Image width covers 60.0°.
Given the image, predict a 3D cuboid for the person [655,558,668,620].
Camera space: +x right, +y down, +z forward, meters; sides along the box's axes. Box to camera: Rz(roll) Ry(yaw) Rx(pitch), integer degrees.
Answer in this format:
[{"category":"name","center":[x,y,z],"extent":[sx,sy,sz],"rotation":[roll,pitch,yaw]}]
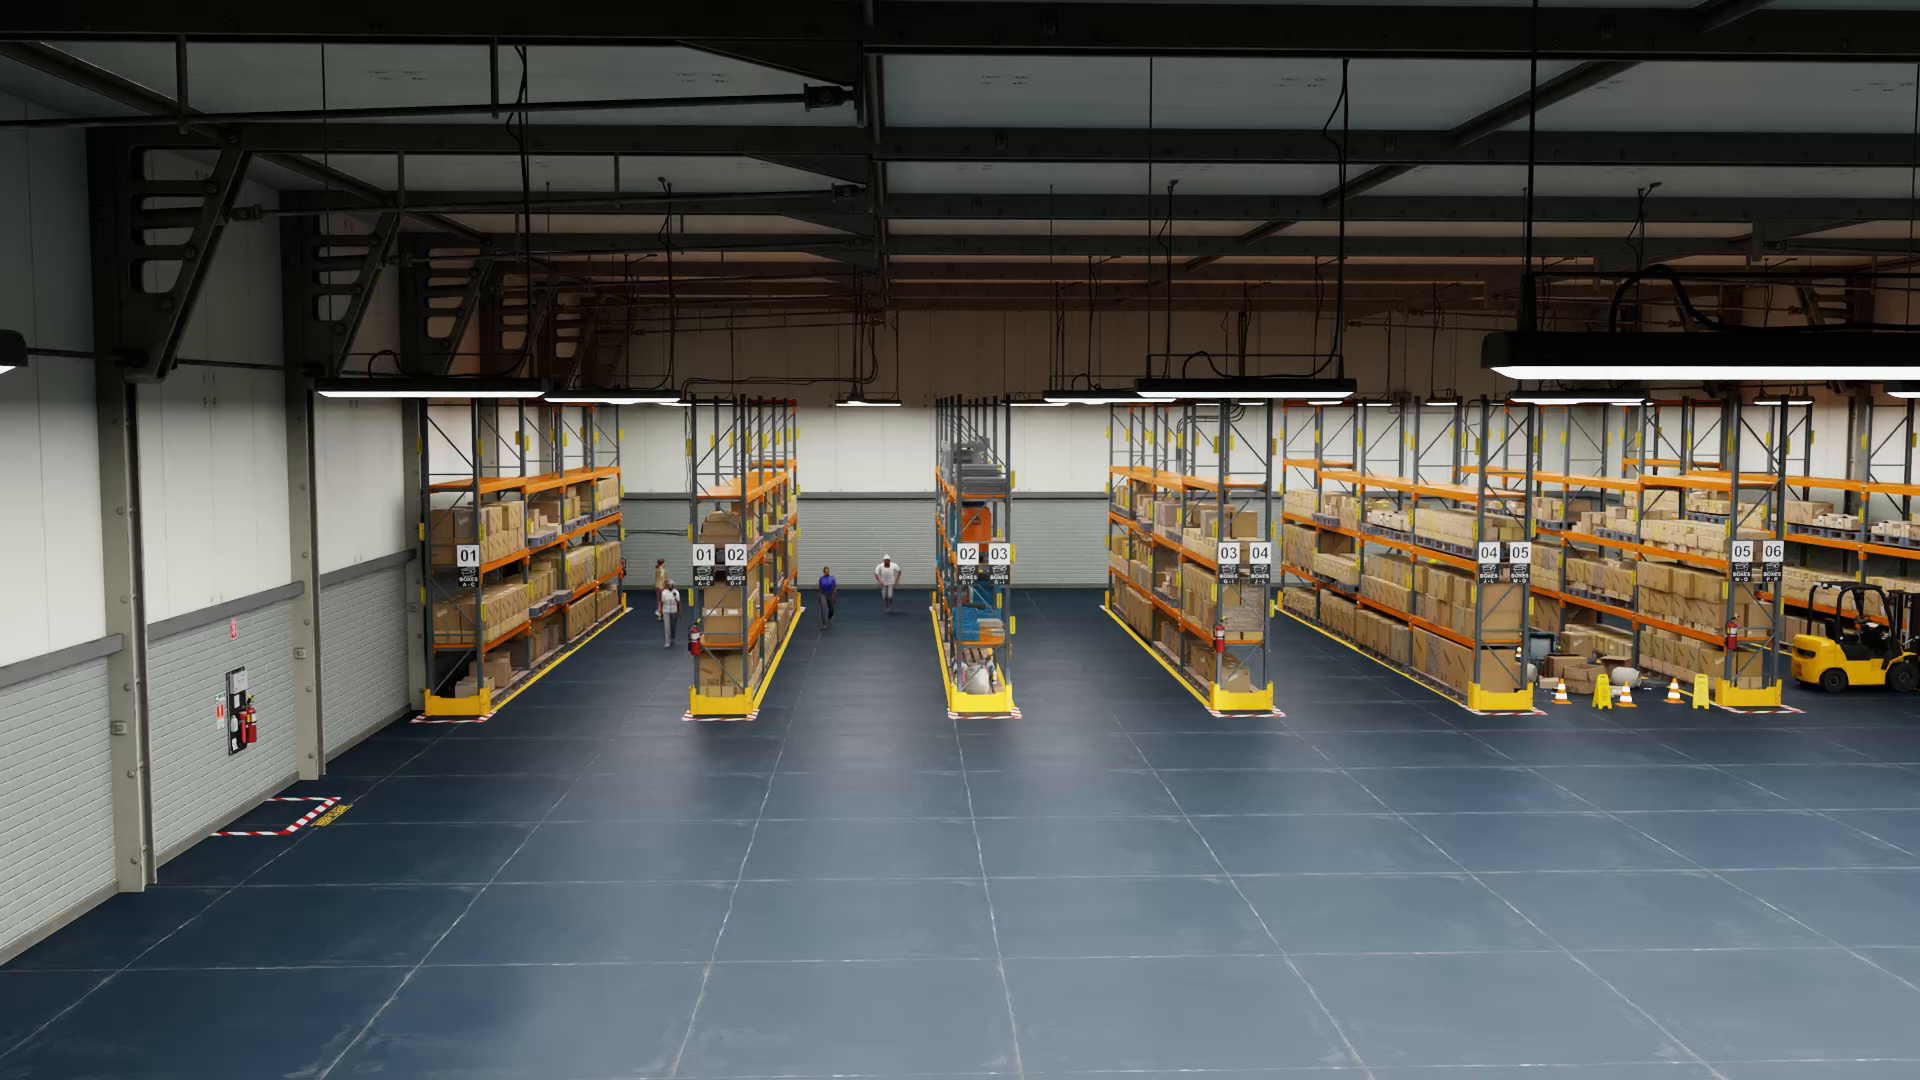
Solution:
[{"category":"person","center":[-8.144,1.342,45.196],"extent":[0.474,1.654,0.474],"rotation":[-4,6,-39]}]

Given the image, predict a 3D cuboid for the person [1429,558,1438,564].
[{"category":"person","center":[12.615,1.363,44.229],"extent":[0.616,1.766,0.467],"rotation":[-4,6,-40]}]

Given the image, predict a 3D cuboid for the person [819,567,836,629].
[{"category":"person","center":[-3.463,1.485,43.438],"extent":[0.455,1.611,0.863],"rotation":[-1,5,-6]}]

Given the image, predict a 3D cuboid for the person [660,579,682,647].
[{"category":"person","center":[-6.985,1.736,40.168],"extent":[0.499,1.623,1.063],"rotation":[-1,5,-12]}]

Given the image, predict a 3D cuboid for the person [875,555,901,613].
[{"category":"person","center":[-2.019,1.224,46.617],"extent":[0.718,1.666,0.697],"rotation":[1,5,7]}]
